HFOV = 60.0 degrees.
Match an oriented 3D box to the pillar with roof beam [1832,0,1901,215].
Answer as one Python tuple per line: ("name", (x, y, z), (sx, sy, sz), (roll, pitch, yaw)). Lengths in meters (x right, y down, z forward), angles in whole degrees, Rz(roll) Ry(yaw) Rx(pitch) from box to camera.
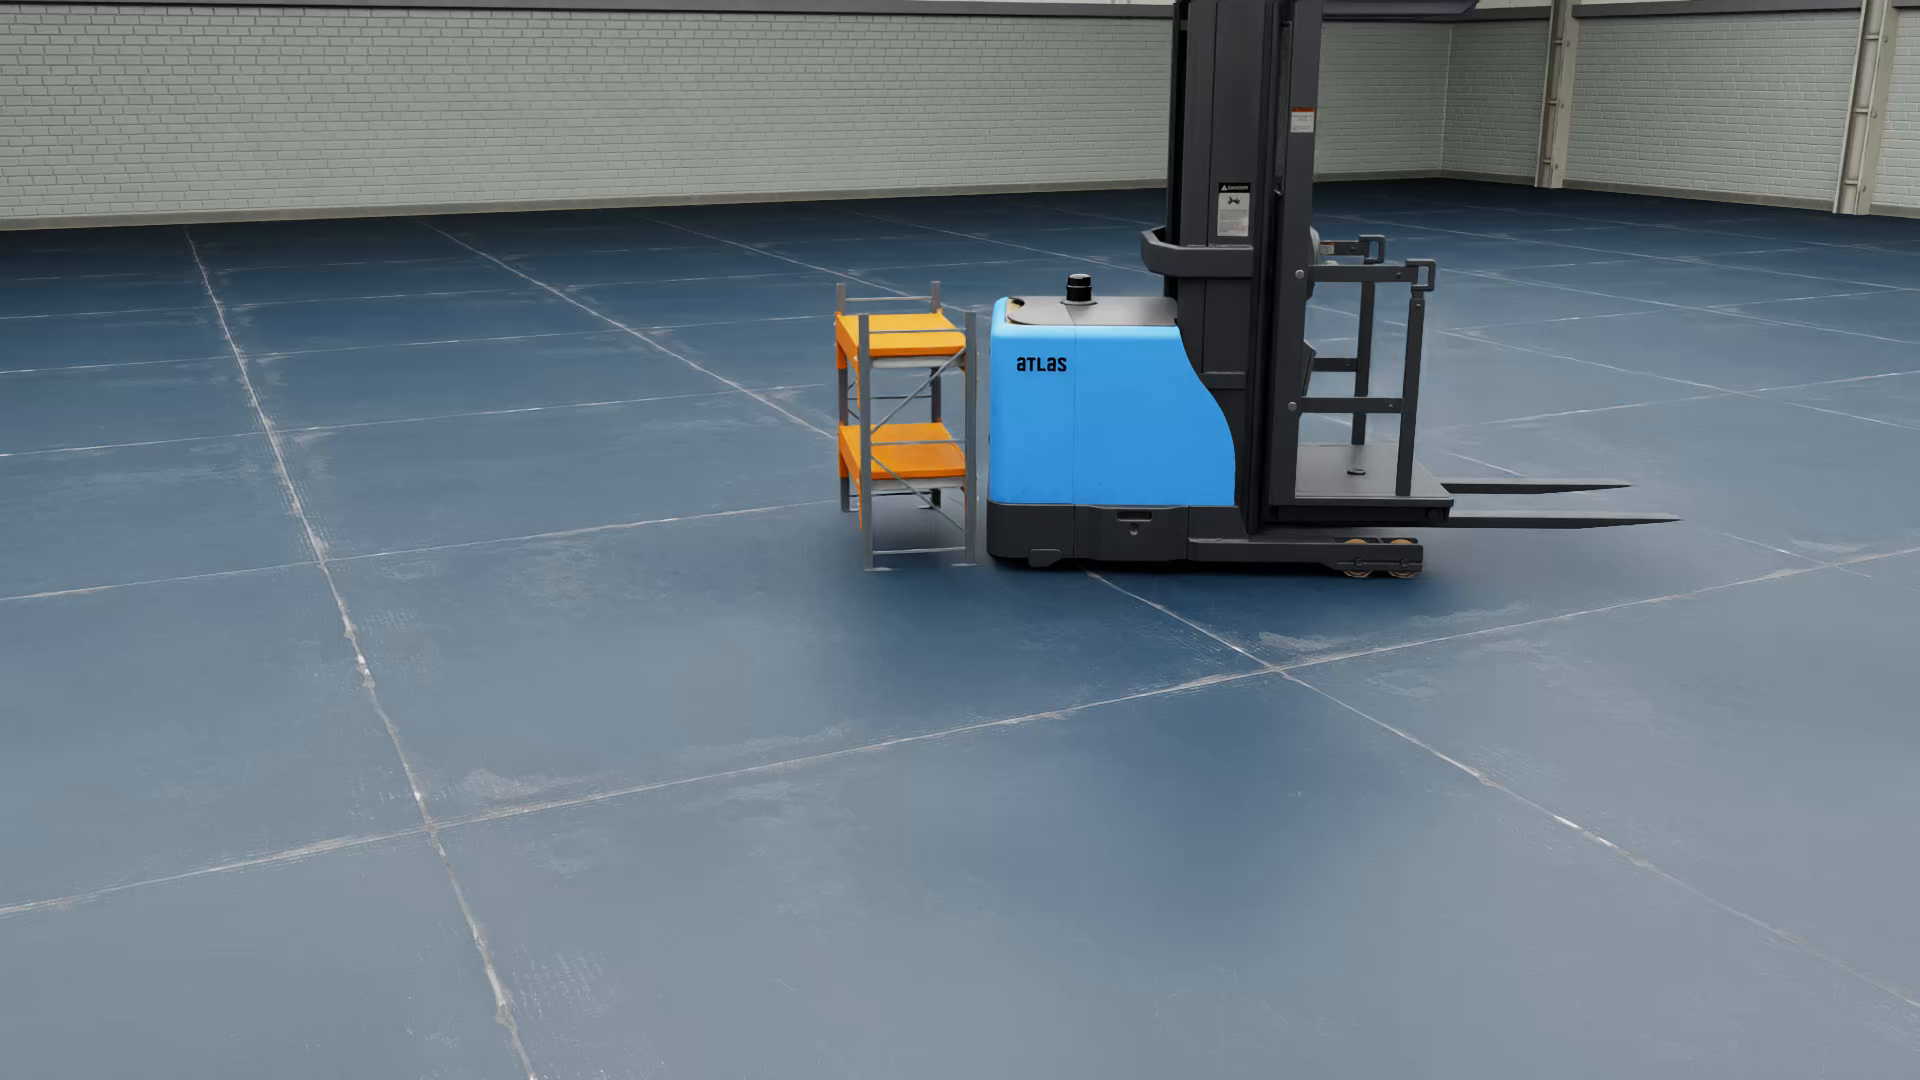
("pillar with roof beam", (9.281, -8.623, 21.484), (9.100, 9.000, 0.400), (-8, 18, -25))

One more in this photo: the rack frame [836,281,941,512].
("rack frame", (-0.343, -0.694, 8.131), (0.500, 1.125, 0.032), (-3, 16, -9))

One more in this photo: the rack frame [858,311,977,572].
("rack frame", (-0.179, -0.418, 7.166), (0.500, 1.125, 0.032), (-3, 16, -9))

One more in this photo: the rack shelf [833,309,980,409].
("rack shelf", (-0.261, -0.837, 7.568), (0.538, 0.278, 1.000), (-3, 16, -9))

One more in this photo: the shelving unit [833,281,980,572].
("shelving unit", (-0.261, -0.556, 7.649), (0.538, 1.125, 1.048), (-3, 16, -9))

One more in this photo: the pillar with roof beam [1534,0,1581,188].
("pillar with roof beam", (6.653, -10.111, 26.669), (9.100, 9.000, 0.400), (-8, 18, -25))

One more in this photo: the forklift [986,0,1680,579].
("forklift", (1.646, -1.393, 7.290), (3.031, 2.935, 1.130), (1, 16, 2))

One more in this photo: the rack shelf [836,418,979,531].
("rack shelf", (-0.261, -0.321, 7.716), (0.538, 0.278, 1.000), (-3, 16, -9))
